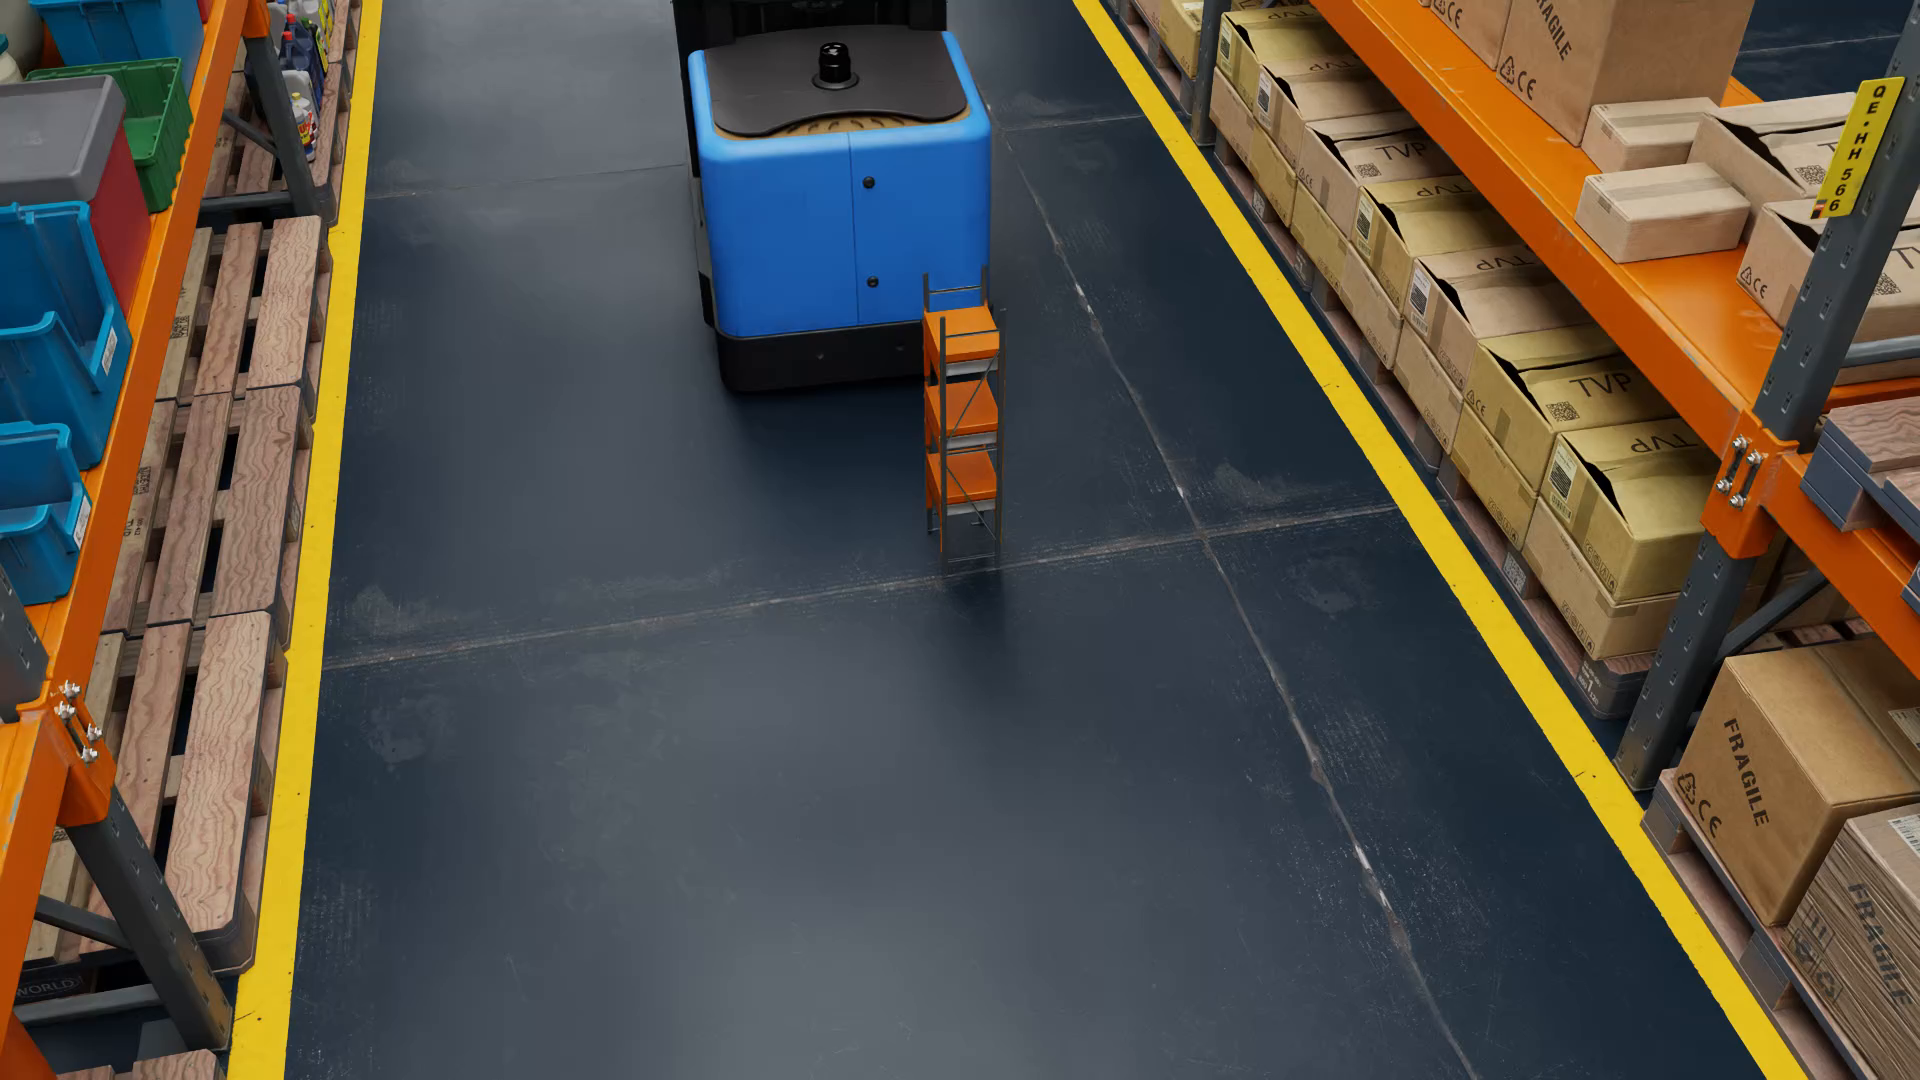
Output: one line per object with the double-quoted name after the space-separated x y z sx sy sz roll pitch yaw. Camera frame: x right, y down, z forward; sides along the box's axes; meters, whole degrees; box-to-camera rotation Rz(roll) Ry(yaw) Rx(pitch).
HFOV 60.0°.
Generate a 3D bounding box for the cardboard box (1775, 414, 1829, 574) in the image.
2.632 -0.203 5.052 0.500 0.311 0.500 -7 42 -8 "cardboard box"

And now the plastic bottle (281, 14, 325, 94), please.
-3.052 -2.248 7.687 0.144 0.351 0.185 -10 43 -11 "plastic bottle"

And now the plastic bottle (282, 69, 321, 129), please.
-2.980 -1.990 7.452 0.152 0.276 0.135 -7 42 -8 "plastic bottle"

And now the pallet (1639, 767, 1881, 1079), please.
2.583 1.049 4.409 1.003 0.211 1.213 -8 42 -9 "pallet"

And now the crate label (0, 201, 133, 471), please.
-2.329 -0.472 3.995 0.502 0.435 0.616 -8 42 -9 "crate label"

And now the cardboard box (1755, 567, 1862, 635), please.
2.632 0.006 5.238 0.500 0.250 0.500 -8 42 -9 "cardboard box"

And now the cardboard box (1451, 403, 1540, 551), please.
1.992 -0.252 5.529 0.500 0.250 0.500 -9 42 -10 "cardboard box"

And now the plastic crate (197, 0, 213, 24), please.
-2.839 -2.123 5.834 0.402 0.464 0.583 -8 42 -9 "plastic crate"

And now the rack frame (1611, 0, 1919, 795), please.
2.458 -0.483 4.035 1.000 3.000 0.127 -8 42 -9 "rack frame"

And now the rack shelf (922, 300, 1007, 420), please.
0.012 -0.562 5.181 0.215 0.259 0.240 -8 42 -9 "rack shelf"

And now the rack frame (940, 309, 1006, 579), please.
0.038 -0.279 5.273 0.200 1.050 0.008 -8 42 -9 "rack frame"

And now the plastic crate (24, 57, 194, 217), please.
-2.591 -1.201 5.003 0.450 0.188 0.662 -8 42 -9 "plastic crate"

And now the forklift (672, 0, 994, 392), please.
-0.640 -2.640 6.516 1.130 2.935 3.031 -7 42 -8 "forklift"

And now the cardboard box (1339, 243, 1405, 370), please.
1.773 -0.911 6.272 0.500 0.250 0.500 -8 42 -8 "cardboard box"

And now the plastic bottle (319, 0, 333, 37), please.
-3.184 -2.644 8.133 0.144 0.351 0.185 -7 42 -8 "plastic bottle"

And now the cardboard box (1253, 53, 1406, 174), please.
1.544 -1.786 6.835 0.500 0.311 0.500 -9 42 -10 "cardboard box"

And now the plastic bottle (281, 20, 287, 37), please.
-3.120 -2.308 7.814 0.097 0.271 0.097 0 42 0 "plastic bottle"

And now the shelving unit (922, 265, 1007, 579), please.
0.012 -0.358 5.362 0.215 1.050 0.252 -8 42 -9 "shelving unit"

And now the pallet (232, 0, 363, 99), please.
-3.613 -2.560 8.474 1.003 0.211 1.213 -8 42 -9 "pallet"

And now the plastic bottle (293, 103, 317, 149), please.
-2.905 -1.822 7.320 0.097 0.201 0.097 0 42 0 "plastic bottle"

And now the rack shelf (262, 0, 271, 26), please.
-3.674 -3.396 7.858 1.077 0.370 4.000 -8 42 -9 "rack shelf"

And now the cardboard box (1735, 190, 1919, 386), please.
2.423 -0.692 4.337 0.500 0.311 0.500 -6 42 -7 "cardboard box"

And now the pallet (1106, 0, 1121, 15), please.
1.197 -3.347 9.362 1.003 0.211 1.213 -8 42 -9 "pallet"

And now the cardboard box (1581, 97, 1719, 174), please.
2.128 -1.208 5.040 0.380 0.149 0.250 -5 42 -6 "cardboard box"

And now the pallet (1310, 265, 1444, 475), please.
2.059 -0.769 6.457 1.003 0.211 1.213 -8 42 -9 "pallet"

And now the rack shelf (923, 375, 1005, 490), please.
0.012 -0.350 5.369 0.215 0.259 0.240 -8 42 -9 "rack shelf"

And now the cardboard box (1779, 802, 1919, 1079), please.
2.396 0.962 3.959 0.500 0.500 0.500 -10 43 -11 "cardboard box"

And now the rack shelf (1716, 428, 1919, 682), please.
2.890 1.082 2.813 1.077 0.370 4.000 -8 42 -9 "rack shelf"

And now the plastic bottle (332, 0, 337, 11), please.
-3.254 -2.813 8.379 0.152 0.276 0.135 -8 42 -9 "plastic bottle"

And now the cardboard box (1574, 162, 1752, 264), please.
1.994 -0.933 4.730 0.380 0.149 0.250 -8 42 -9 "cardboard box"

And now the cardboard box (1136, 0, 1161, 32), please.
1.183 -2.800 8.399 0.500 0.250 0.500 -8 42 -9 "cardboard box"

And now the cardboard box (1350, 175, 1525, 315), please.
1.774 -1.115 6.079 0.500 0.311 0.500 -7 42 -8 "cardboard box"

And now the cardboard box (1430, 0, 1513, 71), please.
1.967 -1.947 5.609 0.500 0.500 0.500 -8 42 -9 "cardboard box"

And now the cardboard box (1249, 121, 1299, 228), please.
1.549 -1.576 7.021 0.500 0.250 0.500 -7 42 -8 "cardboard box"

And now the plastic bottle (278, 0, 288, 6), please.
-3.293 -2.542 8.131 0.097 0.201 0.097 0 42 0 "plastic bottle"

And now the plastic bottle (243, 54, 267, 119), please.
-3.152 -2.105 7.525 0.144 0.351 0.185 -8 42 -9 "plastic bottle"

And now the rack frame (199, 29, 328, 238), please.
-3.242 -2.369 6.159 1.000 3.000 0.127 -8 42 -9 "rack frame"

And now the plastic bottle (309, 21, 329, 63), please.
-3.090 -2.379 7.947 0.097 0.201 0.097 0 42 0 "plastic bottle"

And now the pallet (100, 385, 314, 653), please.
-2.768 -0.030 5.625 1.003 0.211 1.213 -8 42 -9 "pallet"

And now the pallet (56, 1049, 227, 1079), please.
-2.168 1.772 3.595 1.003 0.211 1.213 -8 42 -9 "pallet"

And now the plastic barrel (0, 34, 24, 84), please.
-3.107 -1.437 5.214 0.301 0.262 0.301 0 42 0 "plastic barrel"

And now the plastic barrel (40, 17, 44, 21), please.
-3.455 -2.262 5.662 0.600 0.901 0.708 -8 42 -9 "plastic barrel"

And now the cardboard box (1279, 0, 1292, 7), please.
1.791 -2.549 8.117 0.500 0.250 0.500 -8 42 -9 "cardboard box"

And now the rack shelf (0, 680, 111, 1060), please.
-1.947 1.790 2.016 1.077 0.370 4.000 -8 42 -9 "rack shelf"

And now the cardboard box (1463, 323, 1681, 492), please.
1.986 -0.462 5.343 0.500 0.311 0.500 -9 42 -10 "cardboard box"
